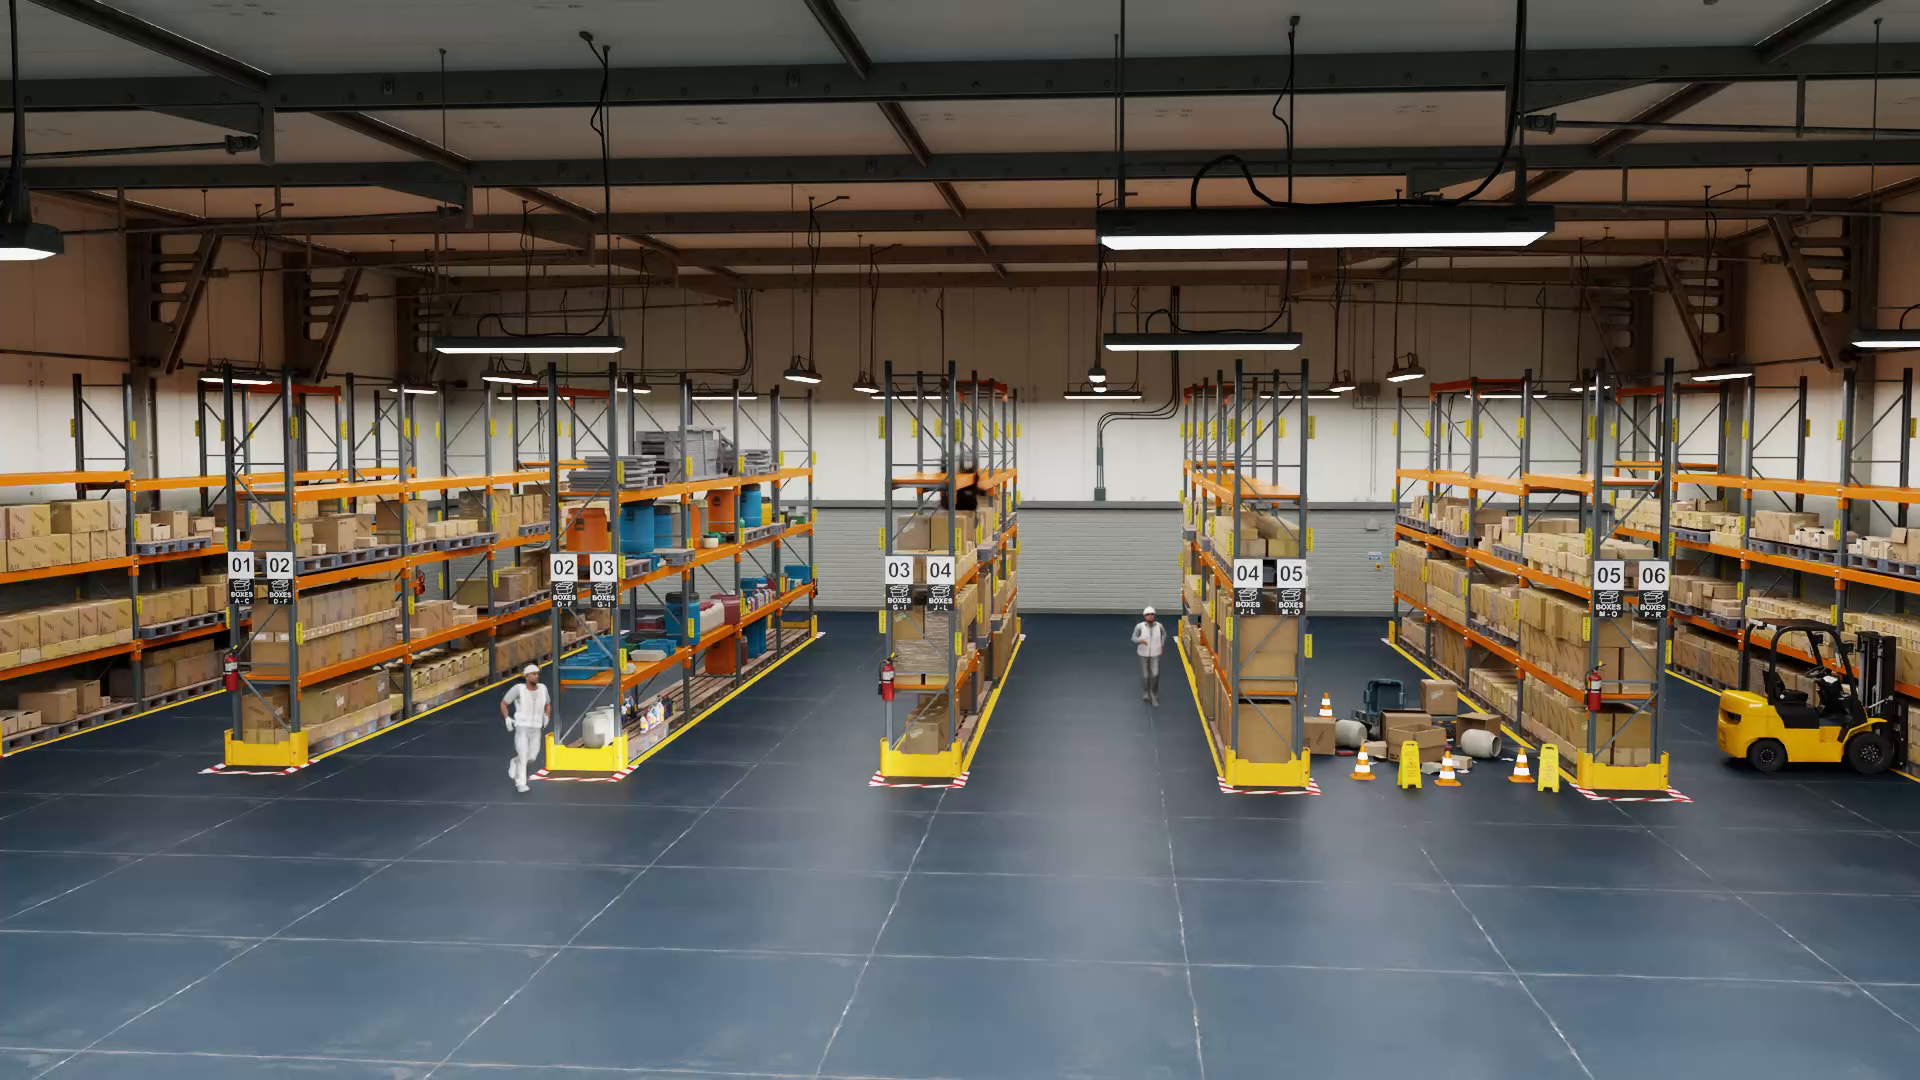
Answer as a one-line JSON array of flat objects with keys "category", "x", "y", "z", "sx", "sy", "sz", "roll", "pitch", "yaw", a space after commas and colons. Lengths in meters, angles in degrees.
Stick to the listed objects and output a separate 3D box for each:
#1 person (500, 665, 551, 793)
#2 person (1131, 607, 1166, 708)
[{"category": "person", "x": -6.051, "y": 2.609, "z": 23.269, "sx": 0.731, "sy": 1.735, "sz": 0.773, "roll": -3, "pitch": 5, "yaw": -38}, {"category": "person", "x": 3.430, "y": 2.130, "z": 30.398, "sx": 0.600, "sy": 1.834, "sz": 0.779, "roll": 0, "pitch": 4, "yaw": 4}]
